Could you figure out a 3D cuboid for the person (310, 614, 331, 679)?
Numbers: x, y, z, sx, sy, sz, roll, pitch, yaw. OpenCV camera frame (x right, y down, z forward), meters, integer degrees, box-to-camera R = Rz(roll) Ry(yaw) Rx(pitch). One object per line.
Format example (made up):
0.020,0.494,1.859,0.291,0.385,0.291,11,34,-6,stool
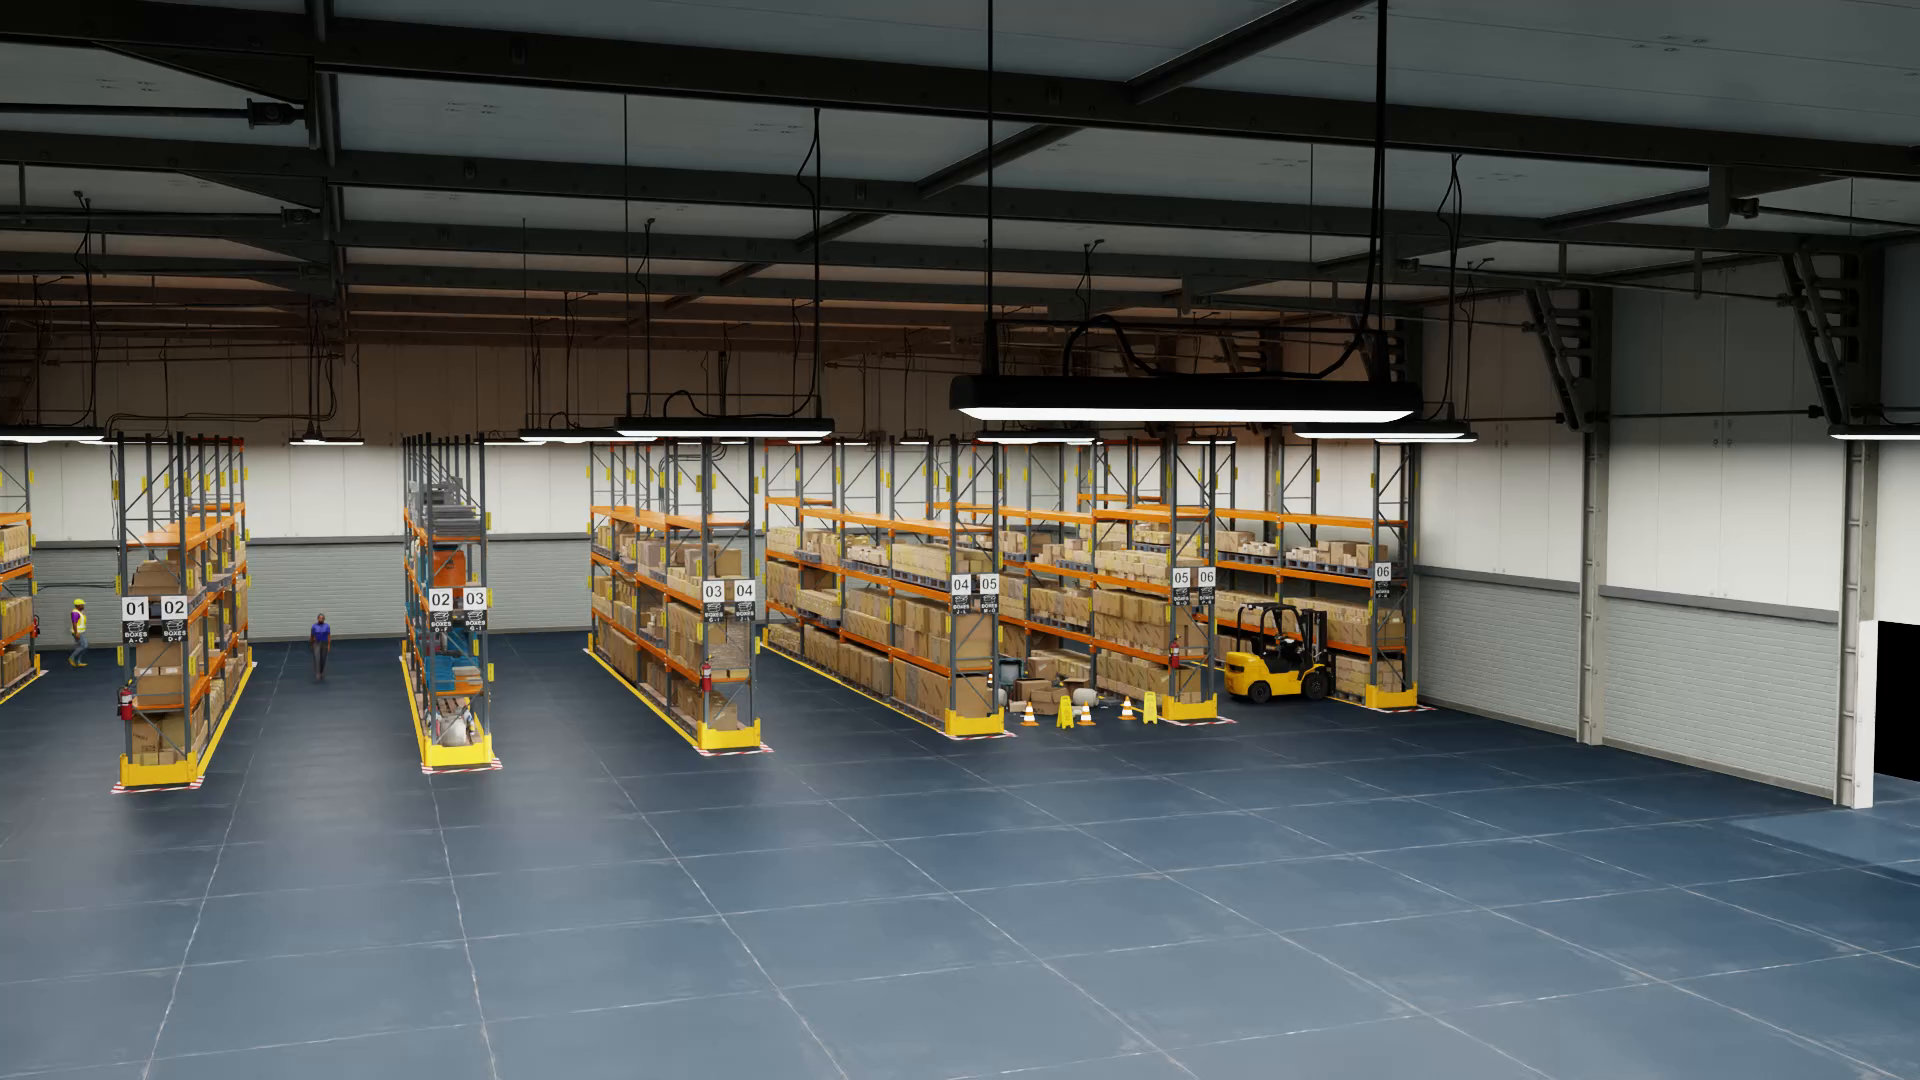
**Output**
-15.786,2.620,41.058,0.500,1.607,0.961,-2,4,-37,person

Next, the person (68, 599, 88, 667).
-22.980,2.424,43.306,0.478,1.764,0.611,-1,3,-21,person
